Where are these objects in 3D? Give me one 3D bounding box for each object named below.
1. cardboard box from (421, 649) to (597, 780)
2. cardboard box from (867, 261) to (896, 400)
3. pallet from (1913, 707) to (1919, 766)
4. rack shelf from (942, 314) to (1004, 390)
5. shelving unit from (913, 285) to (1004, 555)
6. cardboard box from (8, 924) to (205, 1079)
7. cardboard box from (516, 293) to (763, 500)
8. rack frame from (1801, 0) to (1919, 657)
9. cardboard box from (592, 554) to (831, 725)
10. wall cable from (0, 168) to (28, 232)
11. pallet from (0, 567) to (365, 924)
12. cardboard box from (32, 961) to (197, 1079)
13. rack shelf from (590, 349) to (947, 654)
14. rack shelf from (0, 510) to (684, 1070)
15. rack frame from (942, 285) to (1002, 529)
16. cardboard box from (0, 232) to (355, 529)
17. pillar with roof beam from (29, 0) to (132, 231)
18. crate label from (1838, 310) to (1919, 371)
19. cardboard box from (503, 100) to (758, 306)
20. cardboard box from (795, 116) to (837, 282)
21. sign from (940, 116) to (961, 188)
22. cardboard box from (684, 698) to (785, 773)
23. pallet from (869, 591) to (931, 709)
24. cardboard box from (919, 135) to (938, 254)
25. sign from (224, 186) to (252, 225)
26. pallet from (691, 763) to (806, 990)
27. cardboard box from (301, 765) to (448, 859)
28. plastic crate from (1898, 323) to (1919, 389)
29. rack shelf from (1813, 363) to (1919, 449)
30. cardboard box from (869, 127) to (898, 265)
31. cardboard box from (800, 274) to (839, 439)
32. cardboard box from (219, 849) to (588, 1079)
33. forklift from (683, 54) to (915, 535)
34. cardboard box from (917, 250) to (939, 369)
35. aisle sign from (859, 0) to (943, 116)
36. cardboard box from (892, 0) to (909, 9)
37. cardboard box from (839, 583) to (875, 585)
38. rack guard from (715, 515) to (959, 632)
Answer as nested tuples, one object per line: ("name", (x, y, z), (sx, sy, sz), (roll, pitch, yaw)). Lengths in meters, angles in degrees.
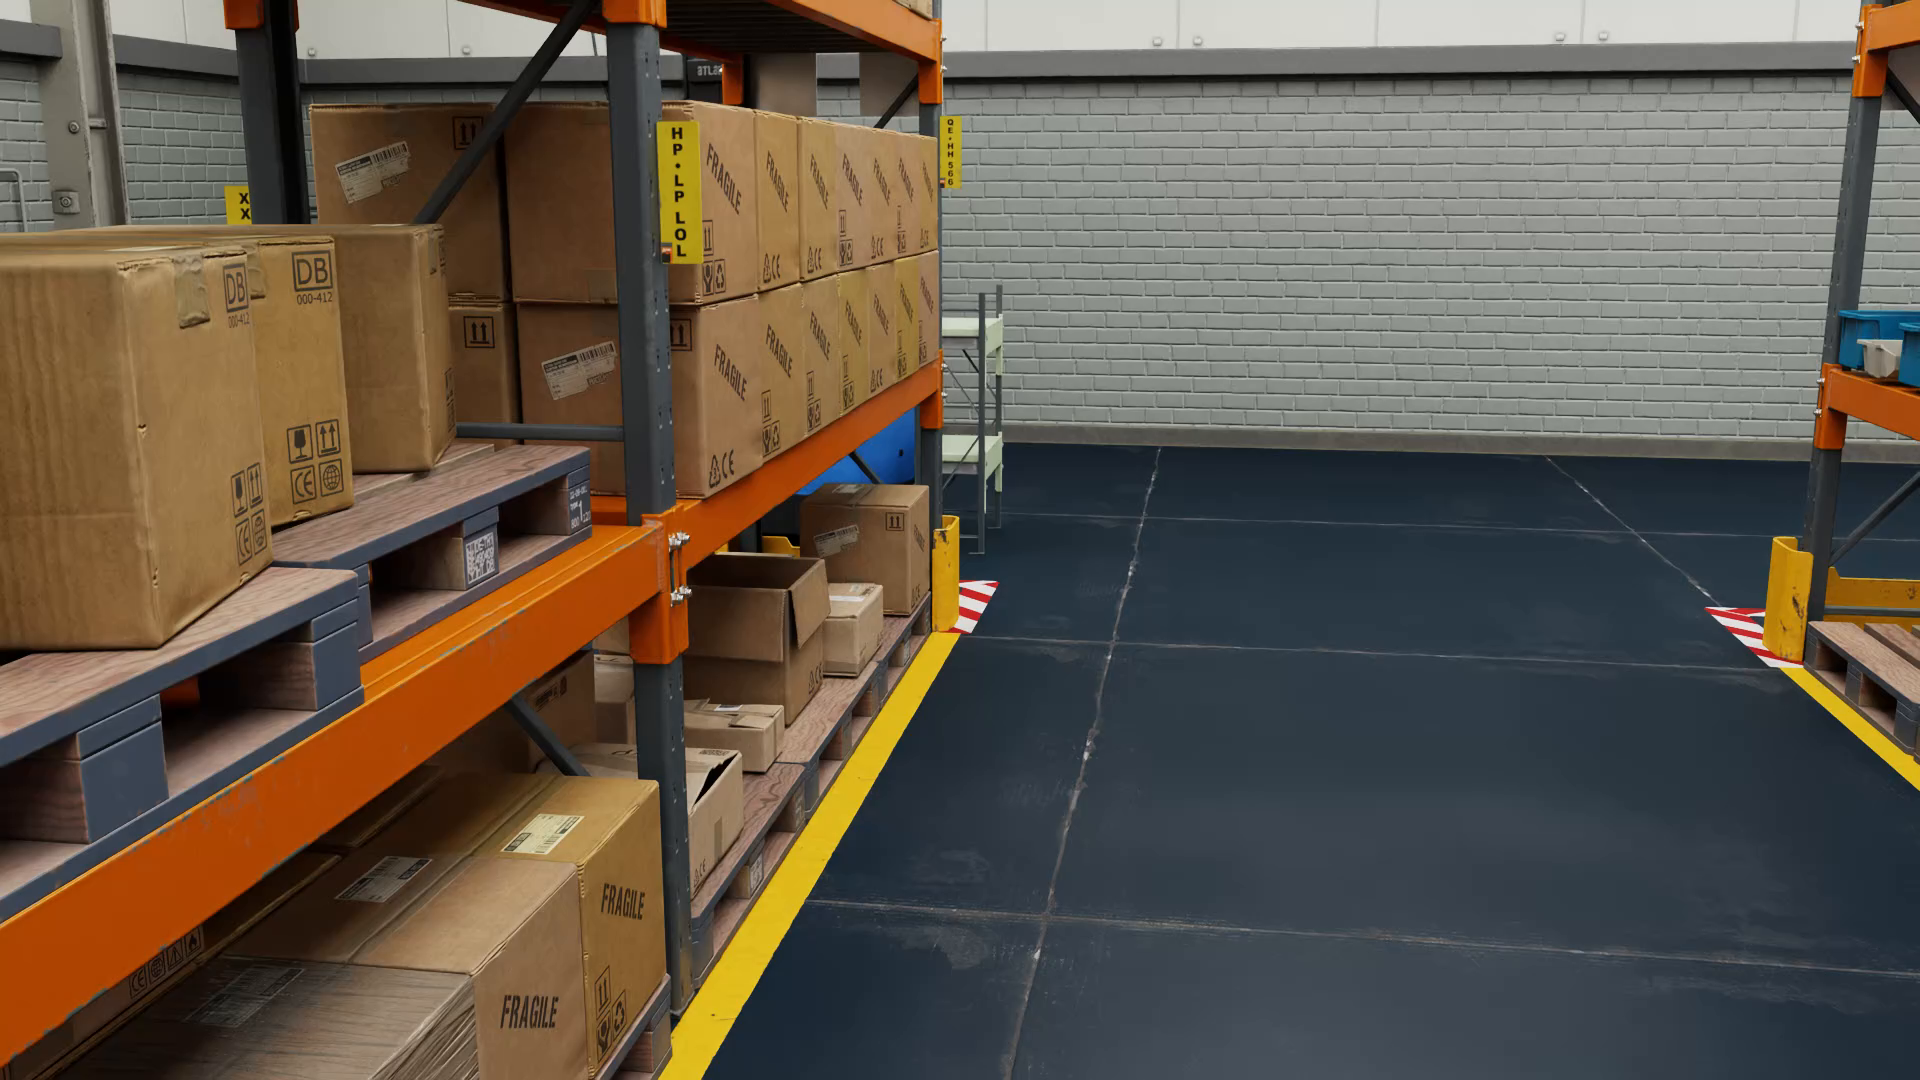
("cardboard box", (-1.396, 0.617, 4.902), (0.500, 0.500, 0.500), (2, 12, 9))
("cardboard box", (-0.547, -0.830, 6.489), (0.500, 0.500, 0.500), (2, 12, 9))
("pallet", (3.950, 0.853, 5.535), (1.003, 0.211, 1.213), (2, 12, 9))
("rack shelf", (-0.001, -1.113, 9.747), (0.431, 0.370, 0.720), (2, 12, 9))
("shelving unit", (-0.001, -0.732, 9.829), (0.431, 1.500, 0.755), (2, 12, 9))
("cardboard box", (-1.672, 0.679, 2.833), (0.500, 0.250, 0.500), (2, 12, 9))
("cardboard box", (-0.856, -0.409, 4.533), (0.500, 0.500, 0.500), (2, 12, 10))
("rack frame", (4.306, -0.934, 7.207), (1.000, 3.000, 0.127), (2, 12, 9))
("cardboard box", (-0.920, 0.351, 6.124), (0.797, 0.503, 0.637), (2, 12, 9))
("wall cable", (-6.221, -2.049, 9.969), (0.084, 1.984, 1.851), (2, 12, 9))
("pallet", (-1.524, 0.259, 2.127), (1.003, 0.211, 1.213), (2, 12, 9))
("cardboard box", (-1.674, 1.052, 2.880), (0.500, 0.500, 0.500), (2, 12, 9))
("rack shelf", (-0.896, -0.327, 6.099), (1.077, 0.370, 4.000), (2, 12, 9))
("rack shelf", (-1.511, 0.505, 2.236), (1.077, 0.370, 4.000), (2, 12, 9))
("rack frame", (0.055, -0.808, 10.182), (0.400, 1.500, 0.023), (2, 12, 9))
("cardboard box", (-1.540, -0.280, 2.939), (0.700, 0.500, 0.500), (4, 13, 18))
("pillar with roof beam", (-1.669, -4.638, 10.155), (9.100, 9.000, 0.400), (2, 12, 9))
("crate label", (3.942, -0.841, 7.029), (0.416, 0.233, 0.303), (2, 12, 9))
("cardboard box", (-0.853, -0.889, 4.389), (0.500, 0.500, 0.500), (2, 12, 10))
("cardboard box", (-0.695, -1.104, 5.384), (0.500, 0.500, 0.500), (2, 12, 7))
("sign", (-0.043, -1.794, 7.697), (0.100, 0.325, 0.005), (2, 12, 9))
("cardboard box", (-0.802, 0.647, 5.554), (0.380, 0.166, 0.250), (2, 12, 9))
("pallet", (-0.722, 0.450, 7.406), (1.003, 0.211, 1.213), (2, 12, 9))
("cardboard box", (-0.385, -1.531, 7.368), (0.500, 0.500, 0.500), (2, 12, 8))
("sign", (-1.741, -0.702, 4.075), (0.100, 0.325, 0.005), (2, 12, 9))
("pallet", (-1.097, 0.958, 5.049), (1.003, 0.211, 1.213), (2, 12, 9))
("cardboard box", (-1.519, 0.837, 3.878), (0.500, 0.500, 0.500), (1, 12, 6))
("plastic crate", (3.841, -0.704, 6.394), (0.416, 0.233, 0.300), (2, 12, 9))
("rack shelf", (3.998, -0.166, 5.351), (1.077, 0.370, 4.000), (2, 12, 9))
("cardboard box", (-0.537, -1.318, 6.379), (0.500, 0.500, 0.500), (2, 12, 10))
("cardboard box", (-0.701, -0.619, 5.510), (0.500, 0.500, 0.500), (2, 12, 8))
("cardboard box", (-1.080, 0.959, 3.313), (0.500, 0.500, 0.500), (2, 12, 9))
("forklift", (-1.755, -1.589, 10.410), (3.031, 2.935, 1.130), (5, 13, 24))
("cardboard box", (-0.388, -1.042, 7.471), (0.500, 0.500, 0.500), (2, 12, 10))
("aisle sign", (-0.275, -2.370, 7.701), (0.394, 0.787, 0.004), (2, 12, 9))
("cardboard box", (-0.494, -2.269, 6.638), (0.500, 0.250, 0.500), (2, 12, 9))
("cardboard box", (-0.580, 0.277, 7.268), (0.380, 0.166, 0.250), (2, 12, 9))
("rack guard", (-0.600, 0.143, 8.145), (1.175, 0.500, 0.348), (2, 12, 9))
